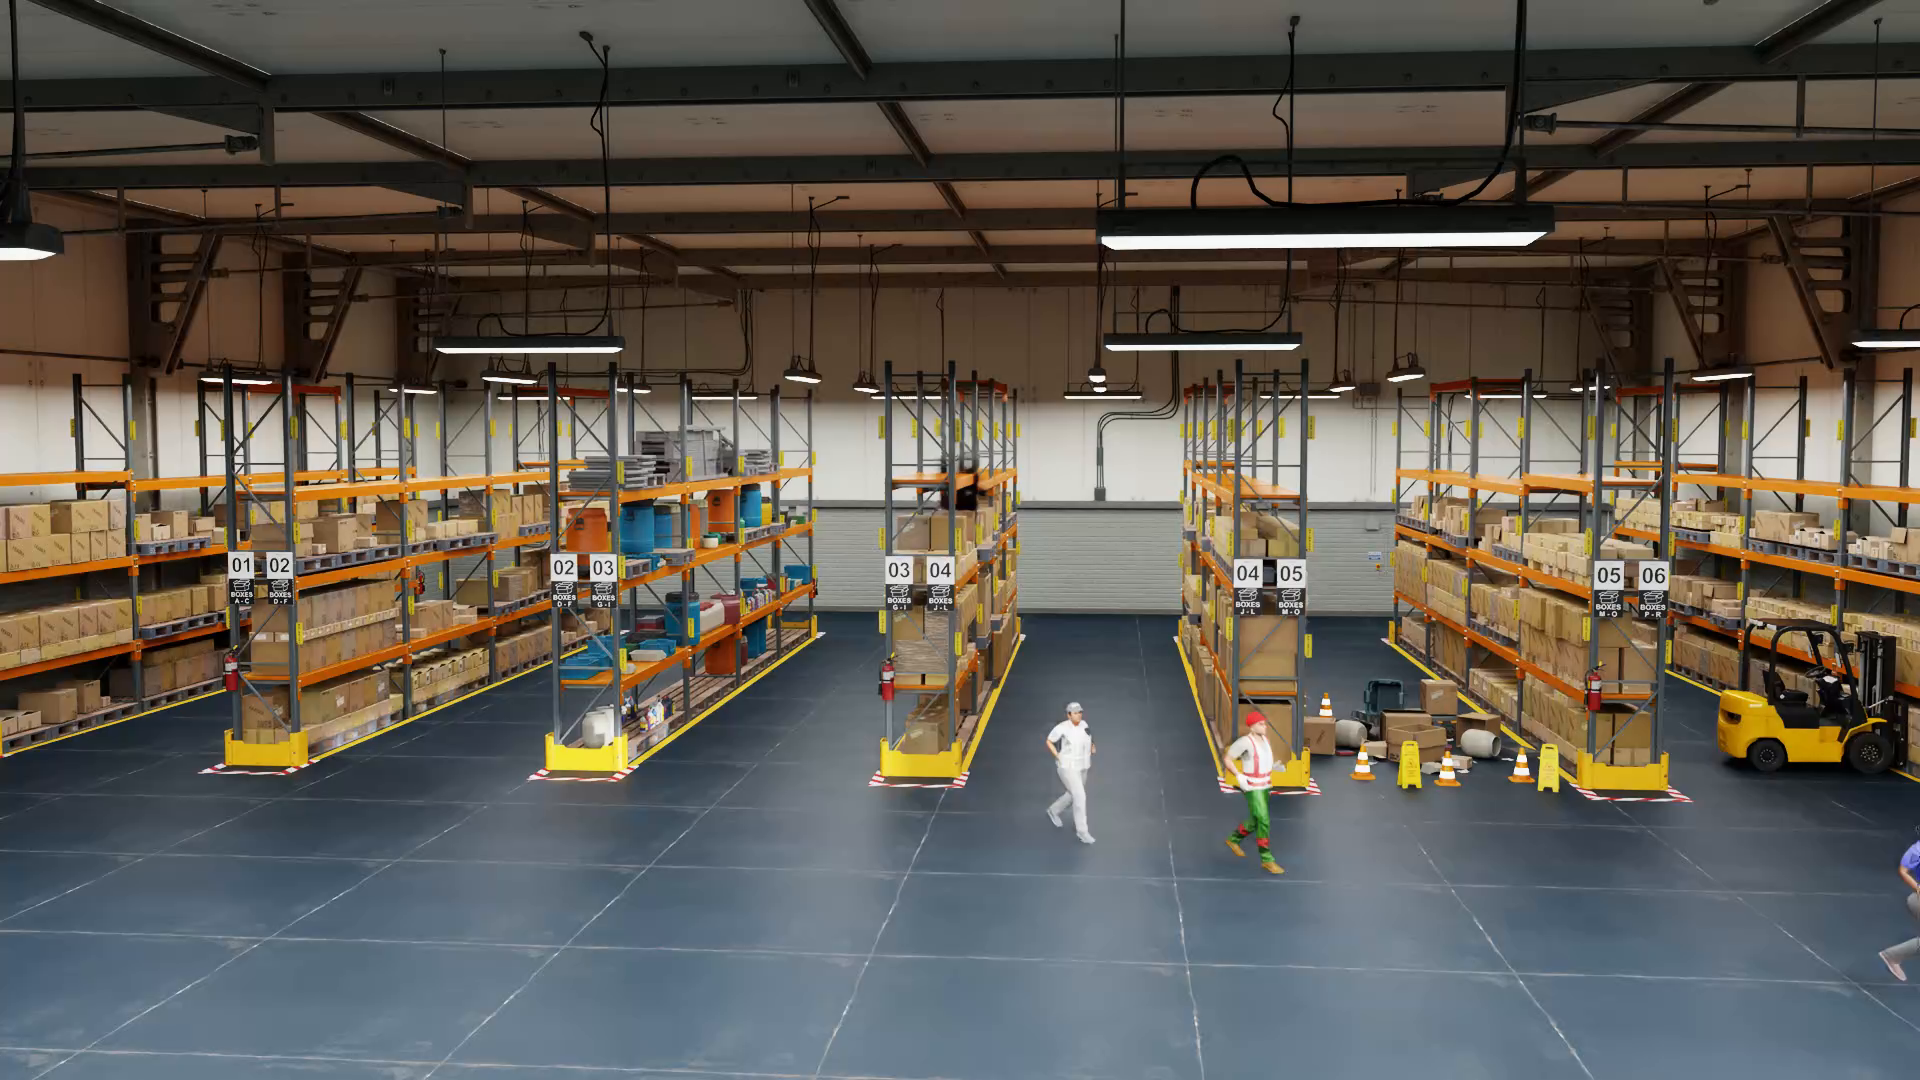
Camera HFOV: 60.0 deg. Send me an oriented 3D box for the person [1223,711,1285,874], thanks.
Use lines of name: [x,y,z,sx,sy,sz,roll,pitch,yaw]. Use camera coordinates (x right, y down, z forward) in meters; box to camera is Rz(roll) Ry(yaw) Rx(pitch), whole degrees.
person: [3.363,2.849,19.010,0.862,1.796,0.651,4,5,44]

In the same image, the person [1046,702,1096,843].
person: [1.392,2.829,20.508,0.592,1.687,0.869,-3,5,-41]

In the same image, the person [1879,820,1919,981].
person: [8.523,3.231,14.705,0.589,1.638,0.710,-3,5,-43]
